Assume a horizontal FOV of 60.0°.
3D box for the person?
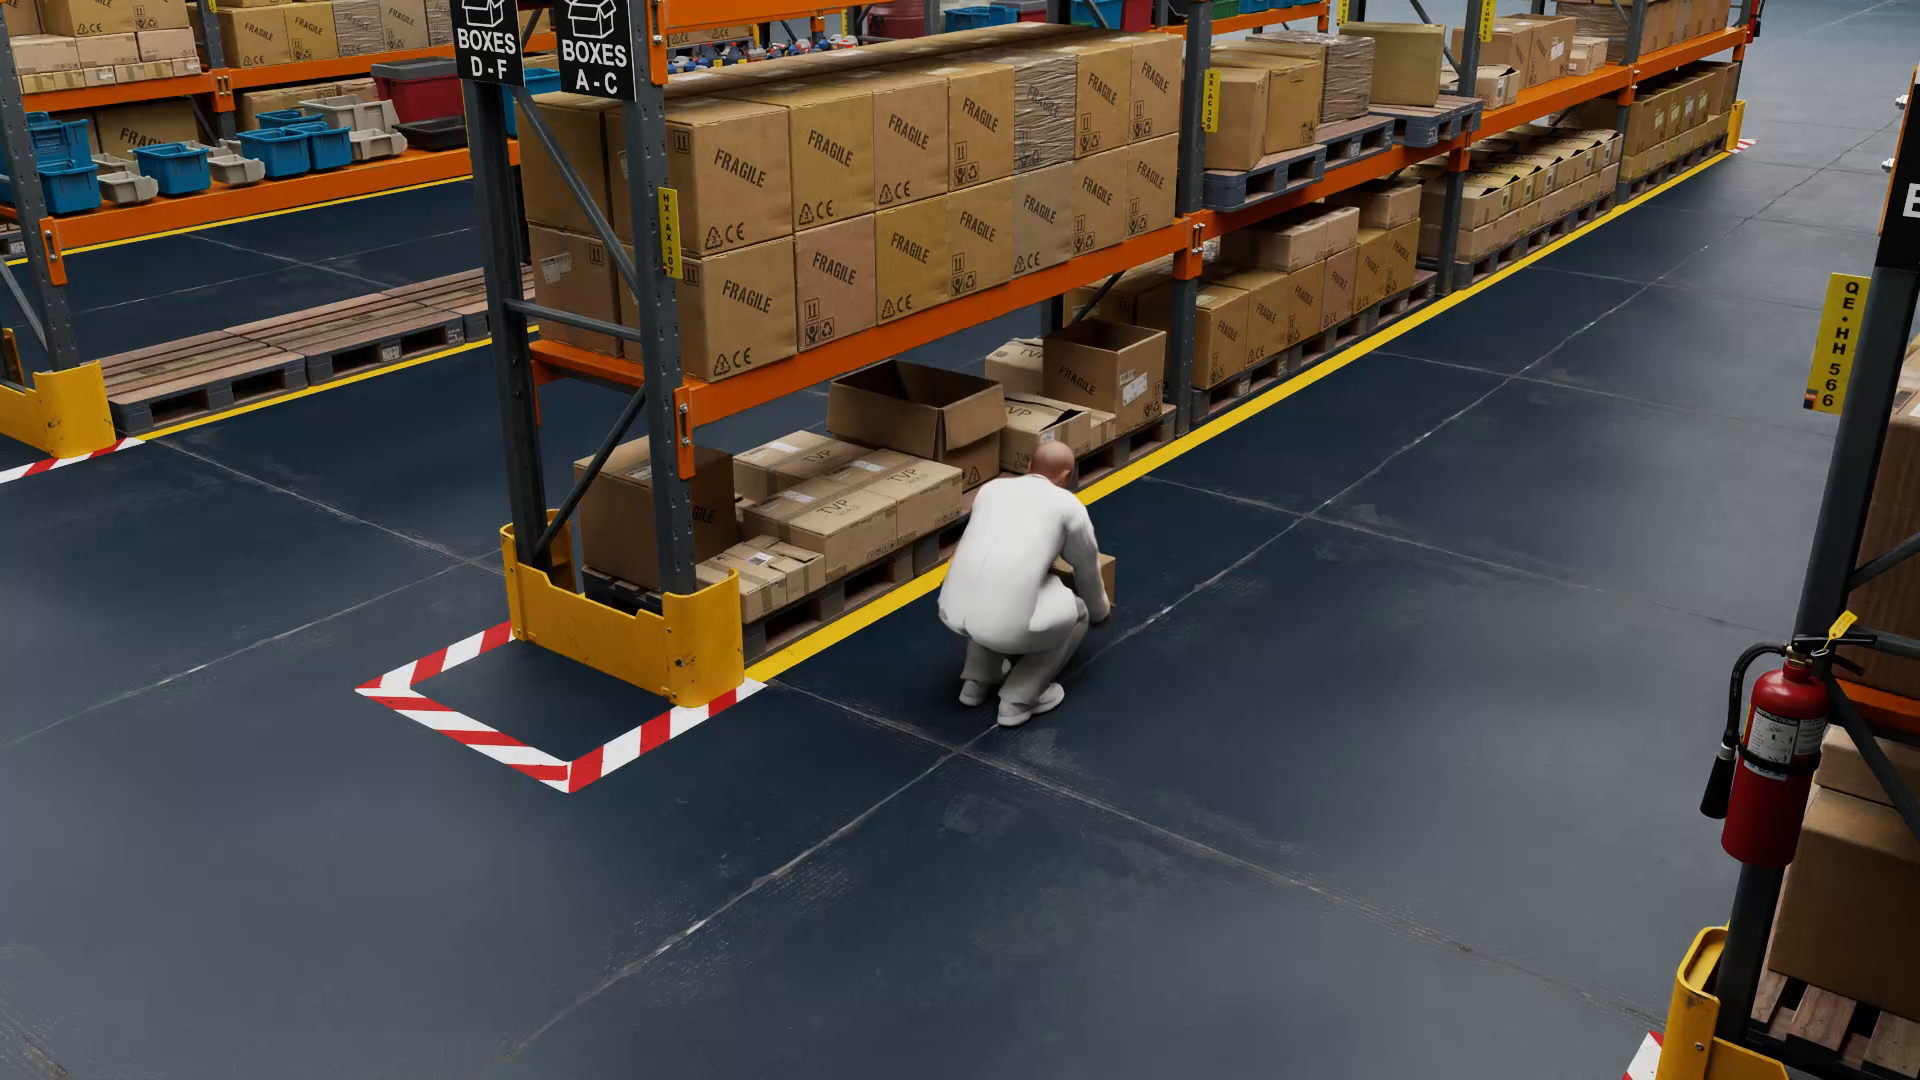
[{"bbox_3d":[0.272,0.165,6.752,0.579,0.981,0.936,16,28,32],"label":"person"}]
